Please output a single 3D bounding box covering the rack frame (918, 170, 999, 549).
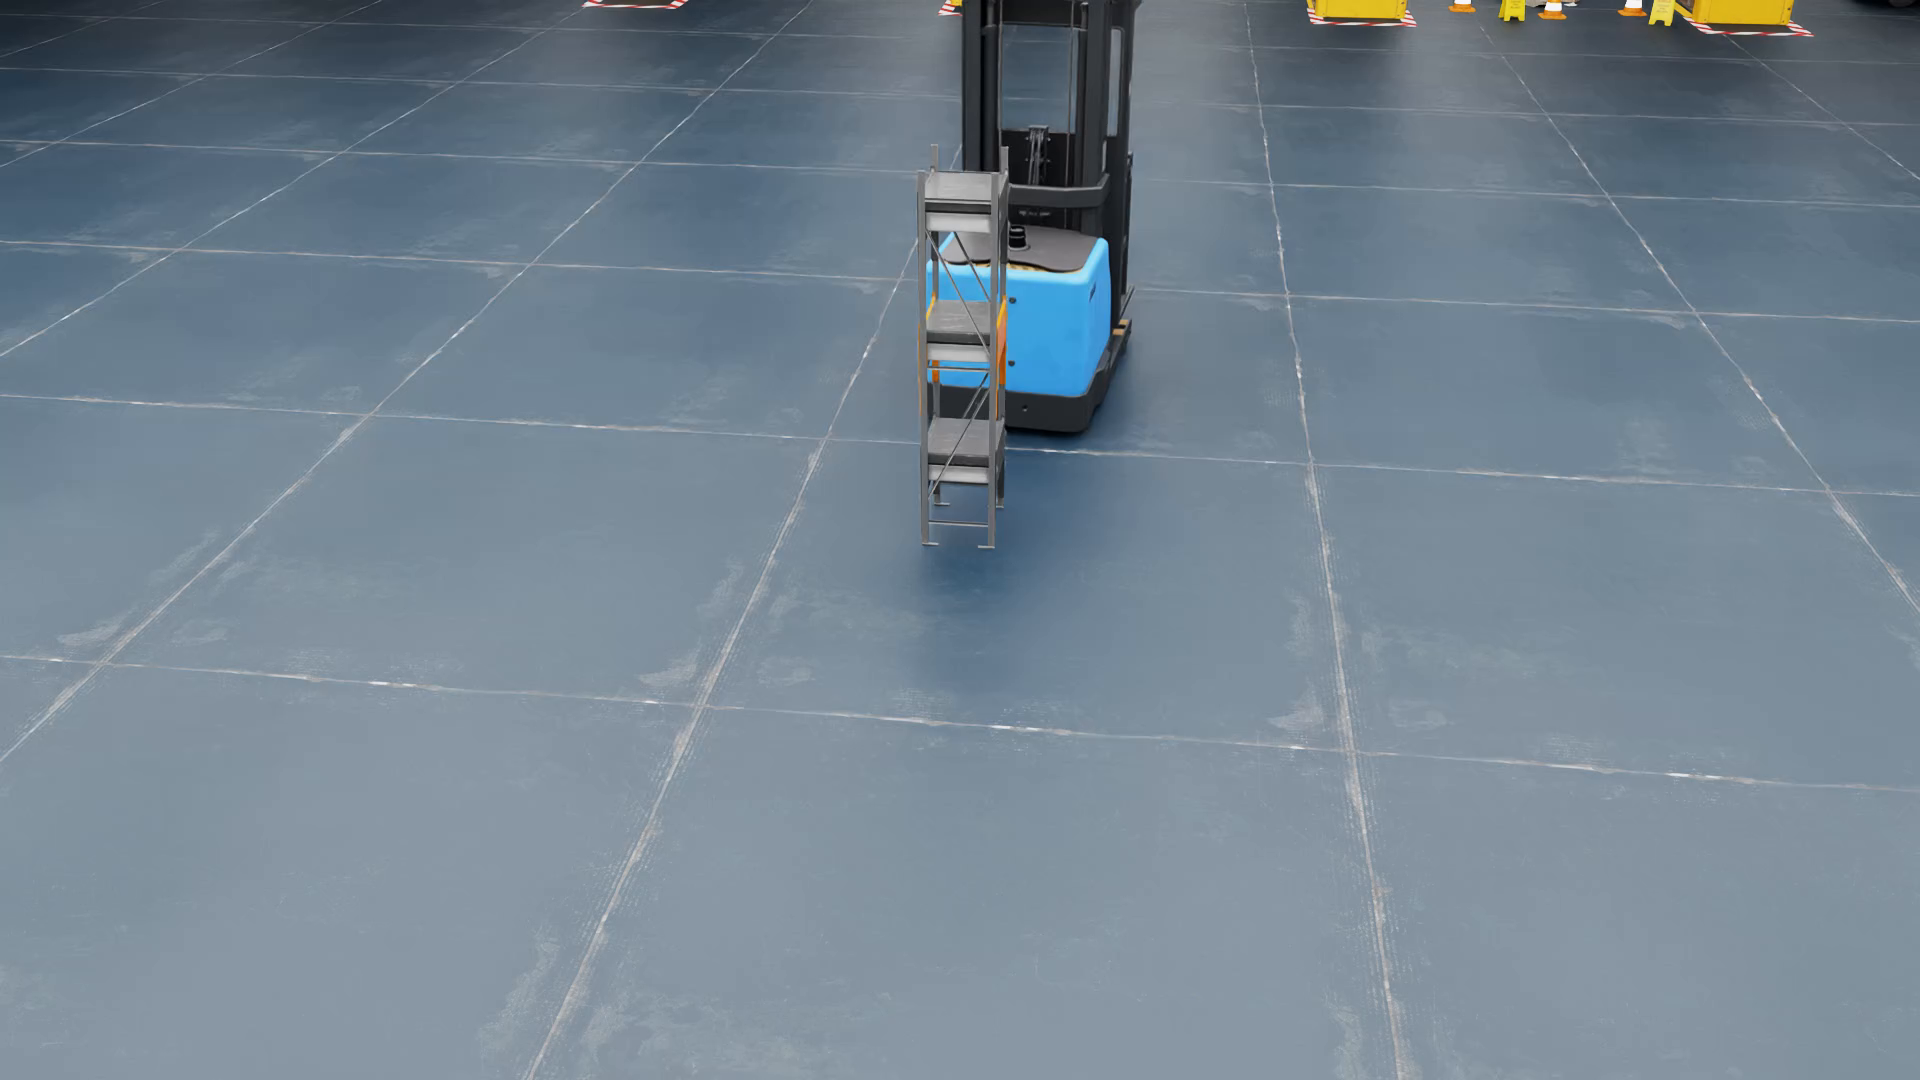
[{"bbox_3d":[-0.010,-0.887,8.683,0.400,2.100,0.015,3,28,6],"label":"rack frame"}]

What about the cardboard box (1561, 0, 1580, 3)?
[{"bbox_3d":[8.446,-7.616,23.229,0.380,0.149,0.250,20,34,32],"label":"cardboard box"}]

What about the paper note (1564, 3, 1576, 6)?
[{"bbox_3d":[8.431,-7.390,22.936,0.148,0.019,0.142,-6,29,-11],"label":"paper note"}]

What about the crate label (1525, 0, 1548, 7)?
[{"bbox_3d":[7.954,-7.432,22.901,0.250,0.136,0.298,-11,30,-20],"label":"crate label"}]

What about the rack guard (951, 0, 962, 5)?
[{"bbox_3d":[0.465,-7.648,22.919,1.175,0.500,0.348,3,28,6],"label":"rack guard"}]

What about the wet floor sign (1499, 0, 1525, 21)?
[{"bbox_3d":[7.327,-7.212,21.956,0.267,0.644,0.232,-1,28,-3],"label":"wet floor sign"}]

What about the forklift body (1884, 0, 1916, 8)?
[{"bbox_3d":[13.639,-8.475,22.713,2.313,2.155,1.214,3,28,6],"label":"forklift body"}]

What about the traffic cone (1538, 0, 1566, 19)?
[{"bbox_3d":[7.920,-7.202,22.130,0.336,0.463,0.334,3,28,6],"label":"traffic cone"}]

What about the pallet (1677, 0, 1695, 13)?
[{"bbox_3d":[10.435,-7.325,22.625,1.003,0.211,1.213,3,28,6],"label":"pallet"}]

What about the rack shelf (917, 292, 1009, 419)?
[{"bbox_3d":[0.020,-0.990,8.903,0.431,0.518,0.480,3,28,6],"label":"rack shelf"}]

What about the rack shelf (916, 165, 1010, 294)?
[{"bbox_3d":[0.020,-1.607,8.571,0.431,0.518,0.480,3,28,6],"label":"rack shelf"}]

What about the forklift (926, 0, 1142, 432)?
[{"bbox_3d":[0.608,-2.642,11.064,1.130,2.935,3.031,6,29,12],"label":"forklift"}]

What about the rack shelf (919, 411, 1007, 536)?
[{"bbox_3d":[0.020,-0.374,9.235,0.431,0.518,0.480,3,28,6],"label":"rack shelf"}]

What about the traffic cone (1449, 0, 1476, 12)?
[{"bbox_3d":[6.840,-7.427,22.549,0.336,0.463,0.334,3,28,6],"label":"traffic cone"}]

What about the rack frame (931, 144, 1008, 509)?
[{"bbox_3d":[0.050,-1.117,9.110,0.400,2.100,0.015,3,28,6],"label":"rack frame"}]

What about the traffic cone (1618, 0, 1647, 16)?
[{"bbox_3d":[9.063,-7.297,22.307,0.336,0.463,0.334,3,28,6],"label":"traffic cone"}]

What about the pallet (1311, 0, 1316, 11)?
[{"bbox_3d":[5.386,-7.530,23.005,1.003,0.211,1.213,3,28,6],"label":"pallet"}]

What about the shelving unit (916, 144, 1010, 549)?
[{"bbox_3d":[0.020,-1.002,8.897,0.431,2.100,0.503,3,28,6],"label":"shelving unit"}]

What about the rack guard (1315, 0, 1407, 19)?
[{"bbox_3d":[5.363,-7.265,22.208,1.175,0.500,0.348,3,28,6],"label":"rack guard"}]

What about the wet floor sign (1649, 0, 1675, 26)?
[{"bbox_3d":[9.205,-7.073,21.699,0.267,0.644,0.232,14,31,24],"label":"wet floor sign"}]

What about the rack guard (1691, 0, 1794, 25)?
[{"bbox_3d":[10.300,-7.072,21.850,1.175,0.500,0.348,3,28,6],"label":"rack guard"}]
